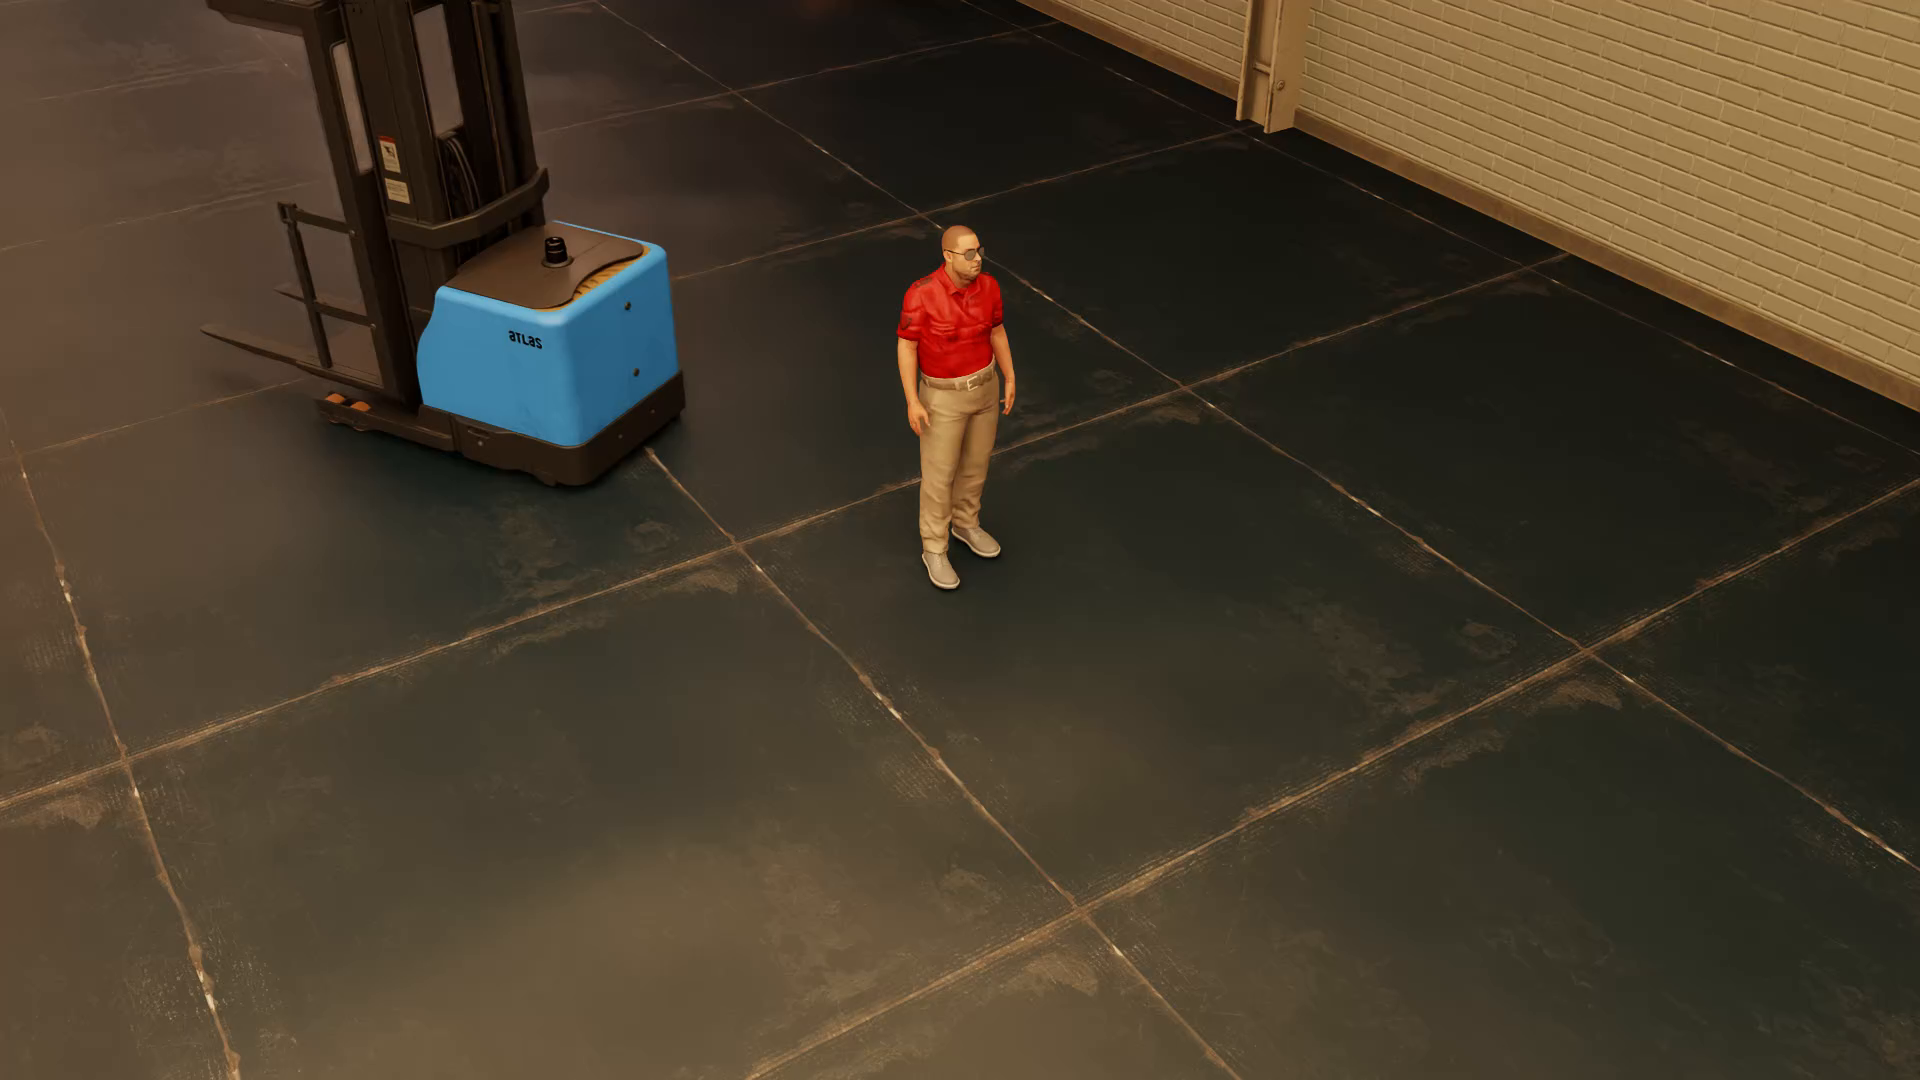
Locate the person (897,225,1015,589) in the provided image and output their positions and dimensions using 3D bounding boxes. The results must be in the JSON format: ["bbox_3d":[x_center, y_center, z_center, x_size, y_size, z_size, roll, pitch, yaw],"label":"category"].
[{"bbox_3d":[0.039,-0.666,8.129,0.640,1.727,0.551,-21,40,-27],"label":"person"}]

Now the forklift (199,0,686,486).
[{"bbox_3d":[-3.146,-2.079,9.106,3.031,2.935,1.130,16,38,22],"label":"forklift"}]
